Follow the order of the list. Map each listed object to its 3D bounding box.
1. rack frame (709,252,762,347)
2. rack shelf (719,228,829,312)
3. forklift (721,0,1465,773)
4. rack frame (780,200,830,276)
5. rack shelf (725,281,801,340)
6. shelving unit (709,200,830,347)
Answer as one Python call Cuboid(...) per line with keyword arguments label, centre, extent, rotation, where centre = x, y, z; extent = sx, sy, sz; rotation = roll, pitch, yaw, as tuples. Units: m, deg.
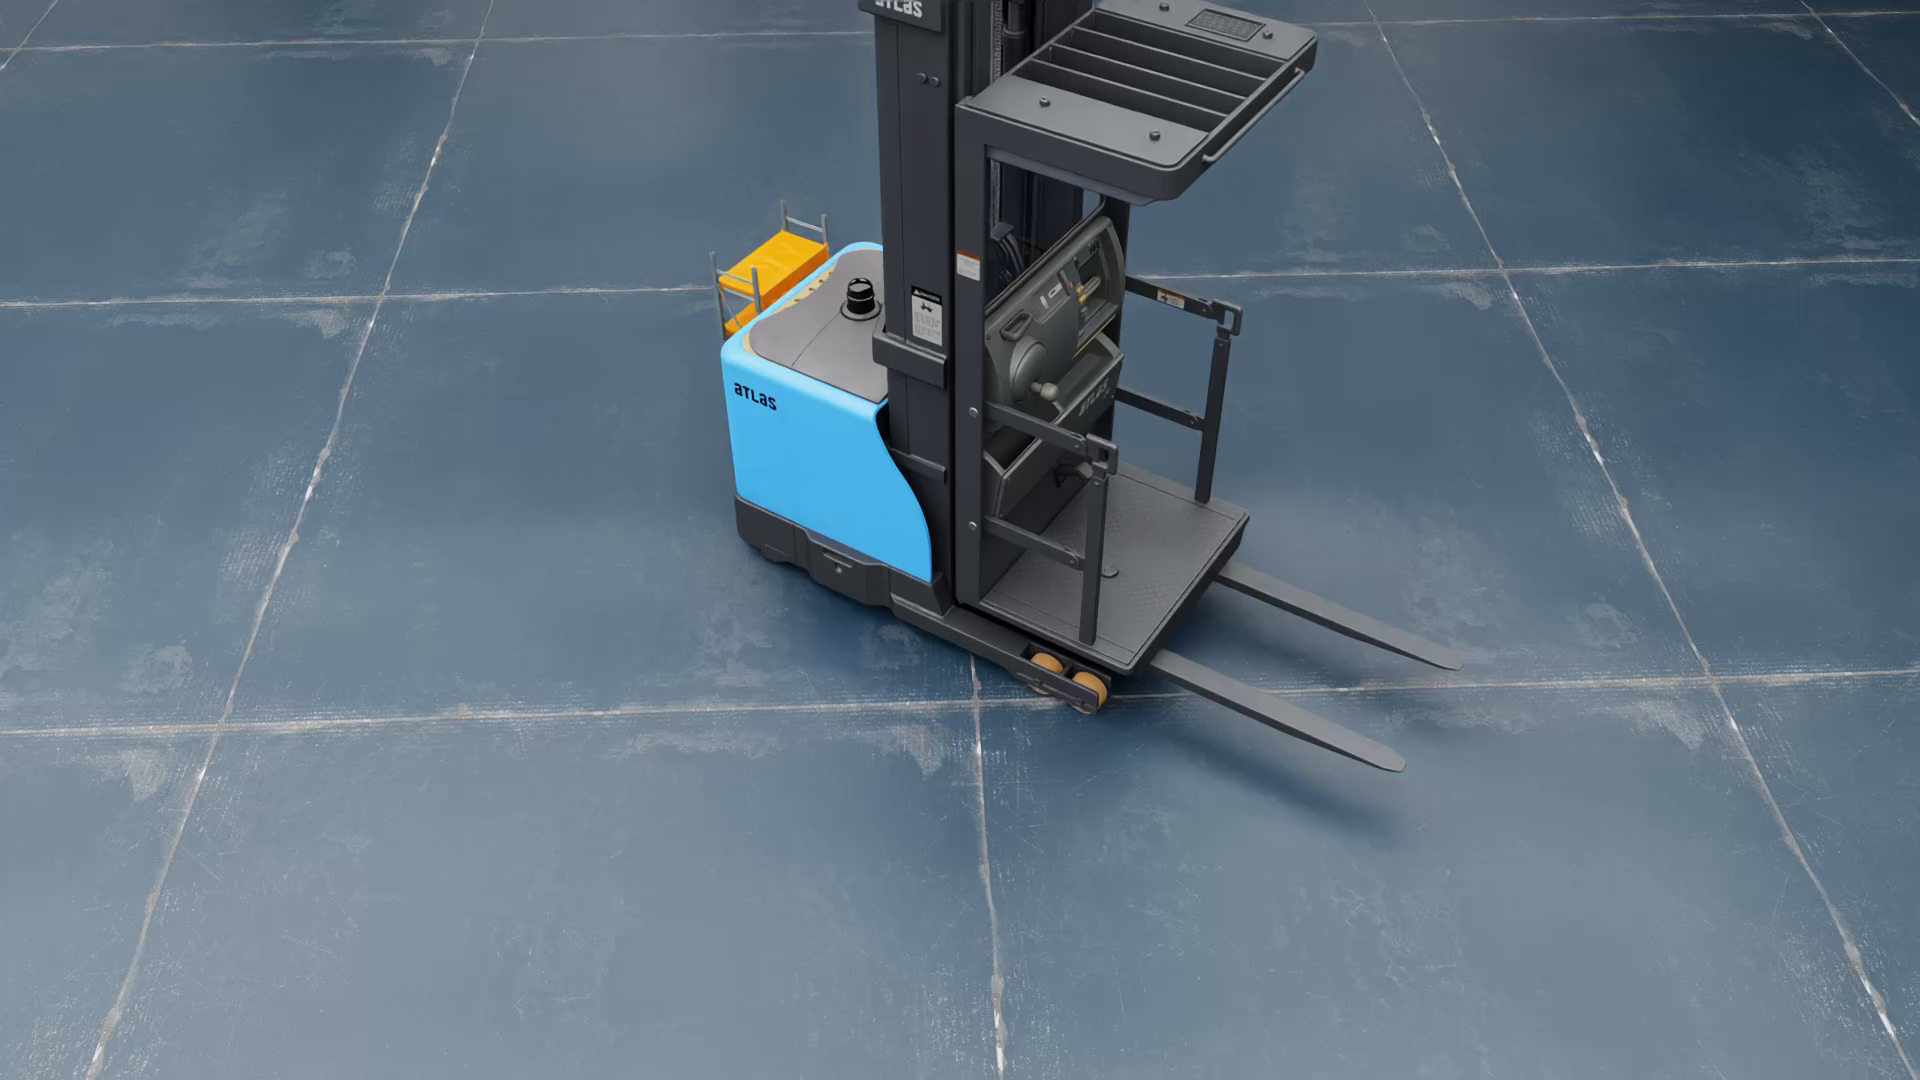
Cuboid(label="rack frame", centre=(-0.931, -0.711, 7.283), extent=(0.240, 1.200, 0.015), rotation=(23, 47, 24))
Cuboid(label="rack shelf", centre=(-0.805, -1.142, 7.173), extent=(0.258, 0.148, 0.480), rotation=(23, 47, 24))
Cuboid(label="forklift", centre=(0.536, -0.801, 6.105), extent=(3.031, 2.935, 1.130), rotation=(23, 47, 23))
Cuboid(label="rack frame", centre=(-0.668, -0.989, 7.587), extent=(0.240, 1.200, 0.015), rotation=(23, 47, 24))
Cuboid(label="rack shelf", centre=(-0.802, -0.966, 7.331), extent=(0.258, 0.148, 0.480), rotation=(23, 47, 24))
Cuboid(label="shelving unit", centre=(-0.799, -0.850, 7.435), extent=(0.258, 1.200, 0.503), rotation=(23, 47, 24))
